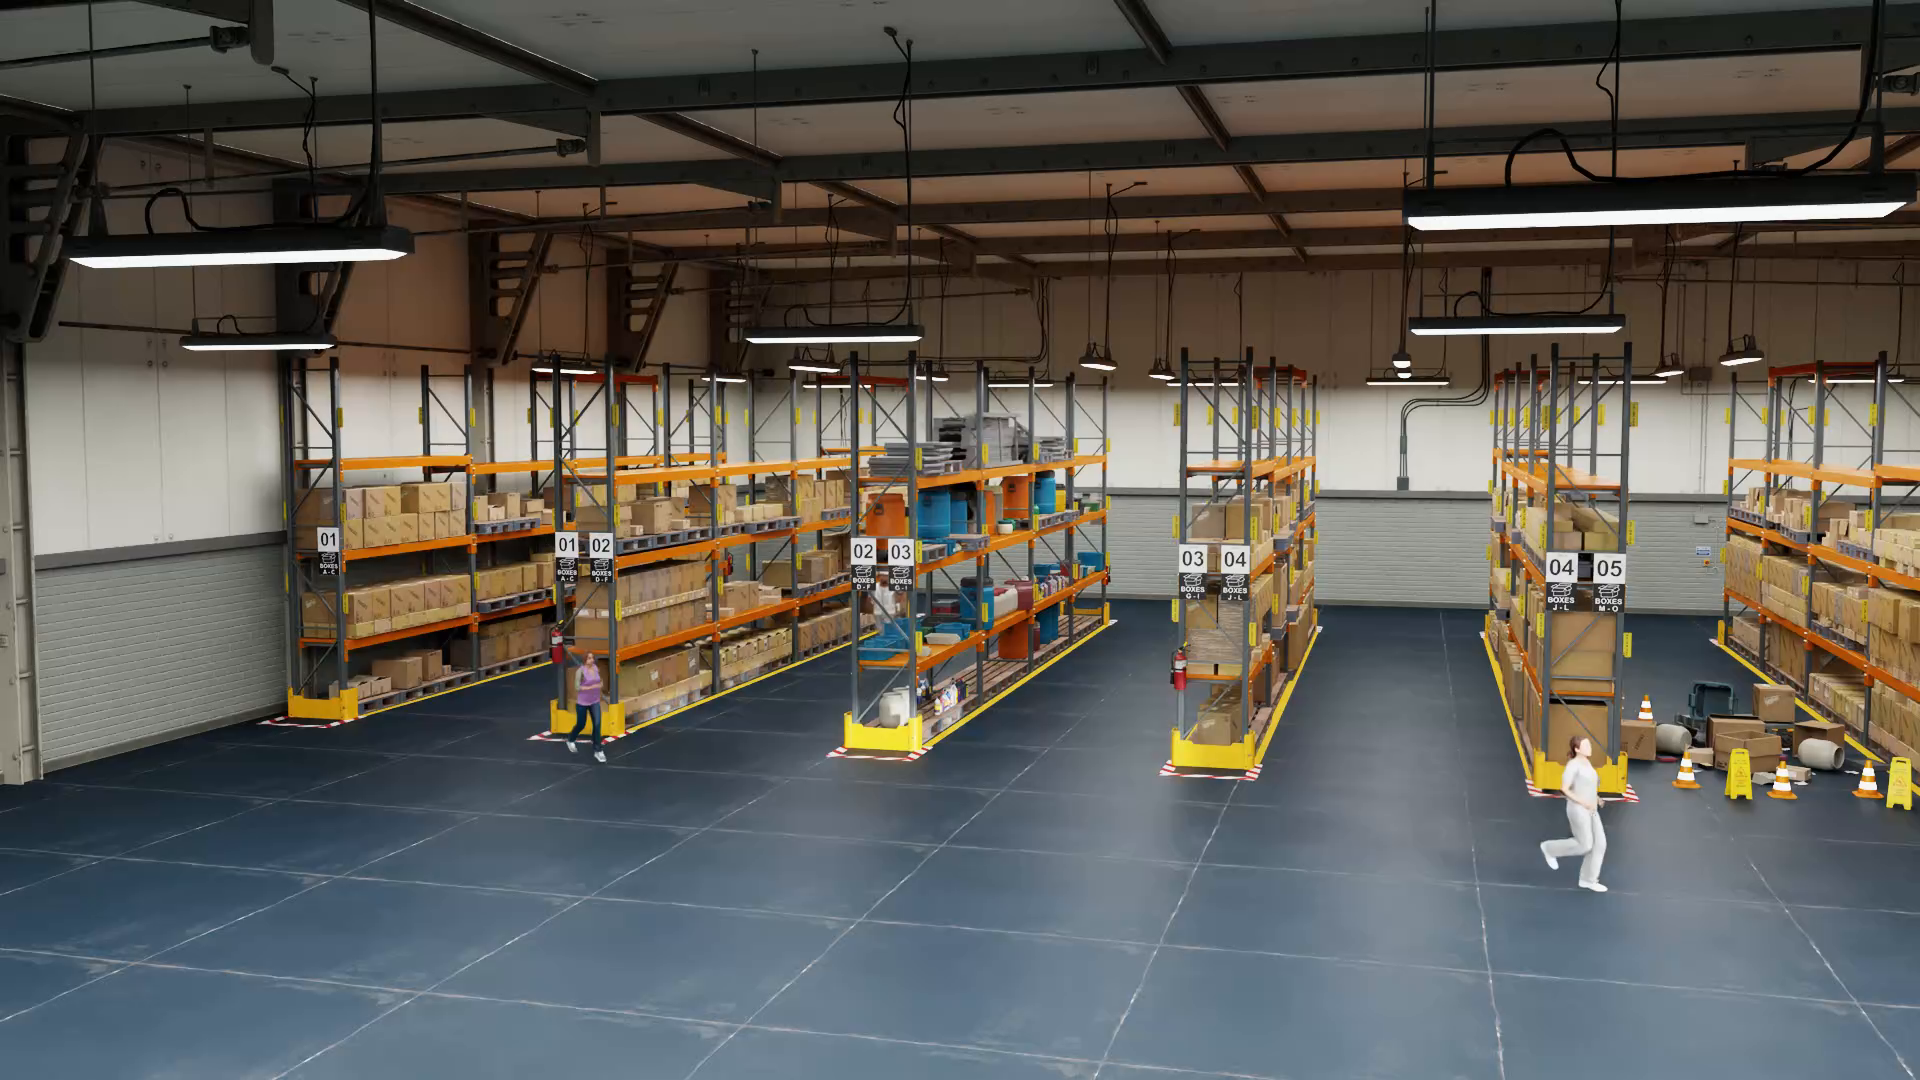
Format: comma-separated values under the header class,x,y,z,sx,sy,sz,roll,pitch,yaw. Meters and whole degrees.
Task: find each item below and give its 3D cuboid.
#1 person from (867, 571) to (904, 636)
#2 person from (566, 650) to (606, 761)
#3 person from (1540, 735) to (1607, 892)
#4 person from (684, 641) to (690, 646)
class,x,y,z,sx,sy,sz,roll,pitch,yaw
person,-1.462,1.459,31.929,0.672,1.829,0.863,1,4,11
person,-5.459,2.394,24.299,0.887,1.595,0.533,4,6,44
person,6.599,2.888,17.769,0.565,1.640,0.731,-4,6,-42
person,-5.721,1.685,34.136,0.555,1.697,0.797,1,4,17
